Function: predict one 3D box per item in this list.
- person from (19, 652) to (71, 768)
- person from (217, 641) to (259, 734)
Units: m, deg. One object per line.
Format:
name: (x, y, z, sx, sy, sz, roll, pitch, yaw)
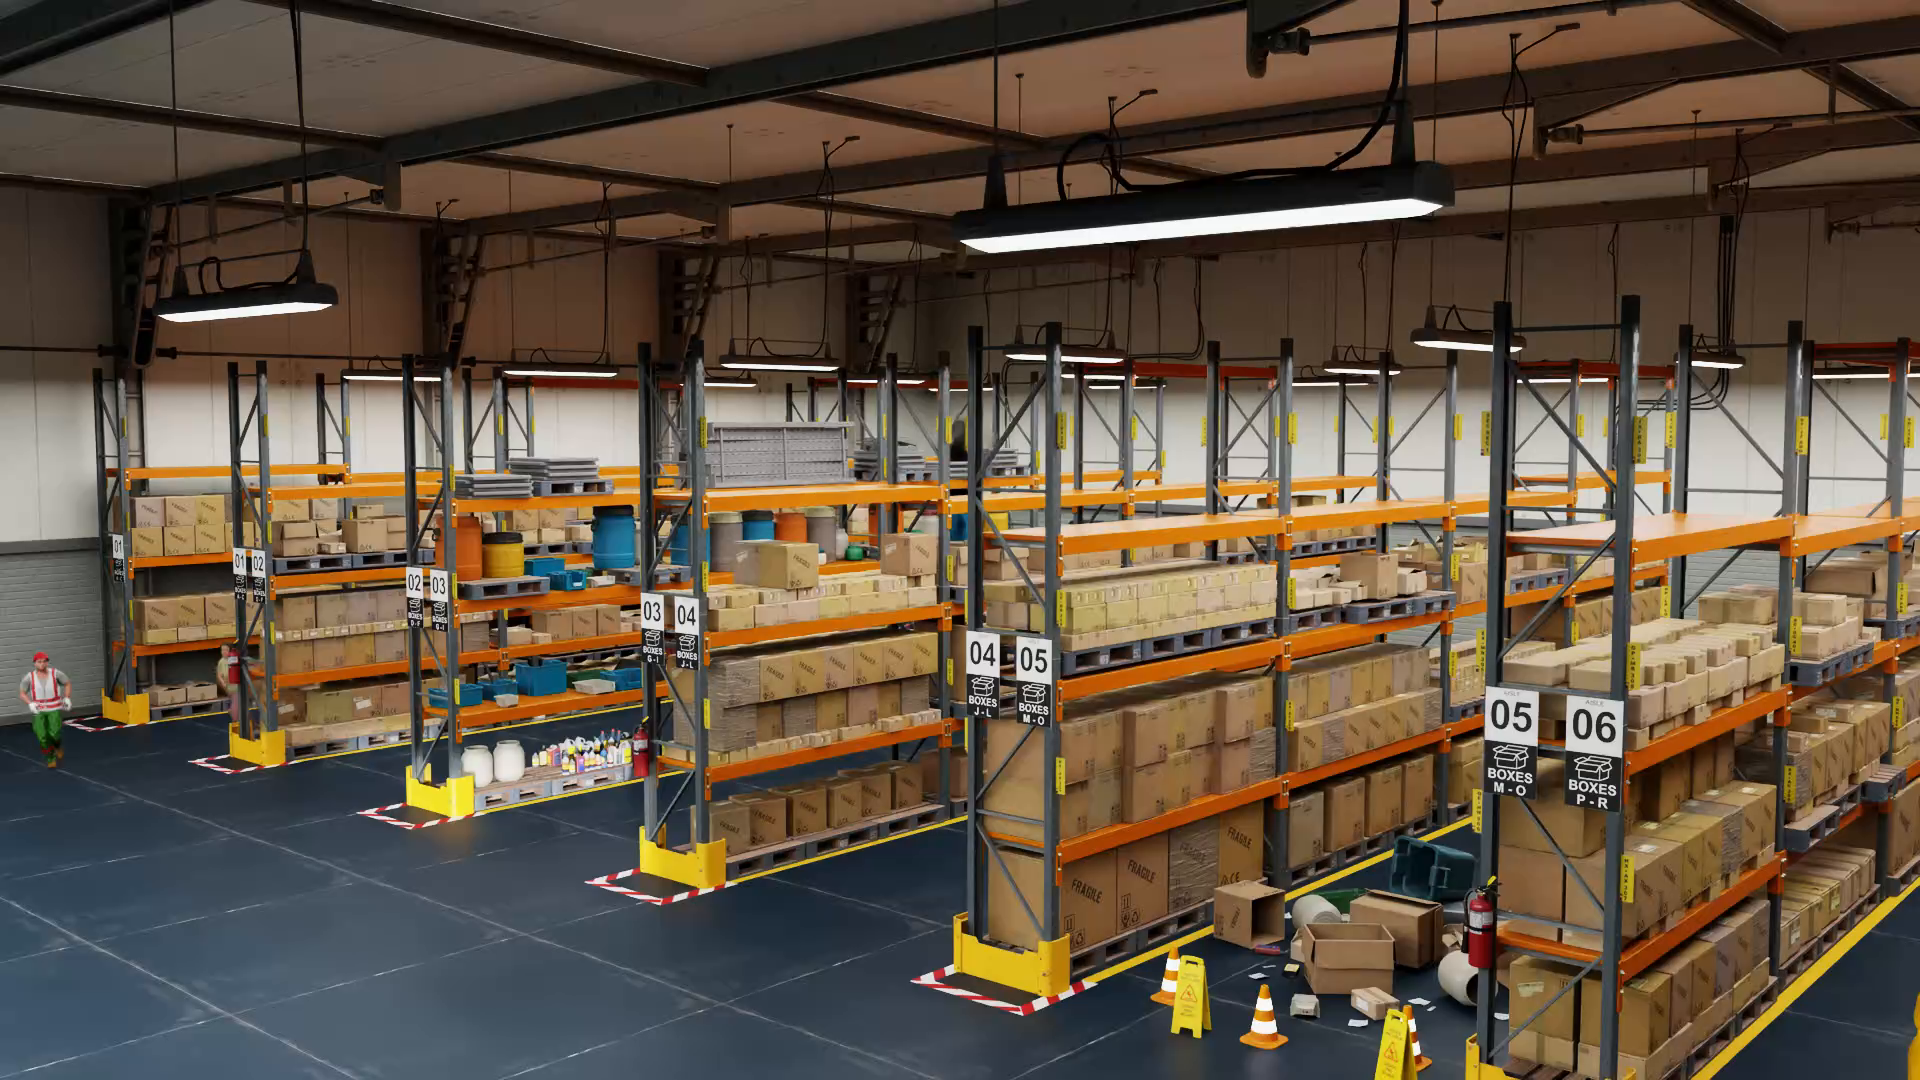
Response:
person: (-13.464, 2.496, 24.489, 0.662, 1.728, 0.591, -2, 5, -22)
person: (-11.503, 2.408, 26.562, 0.545, 1.641, 0.741, 2, 5, 21)
